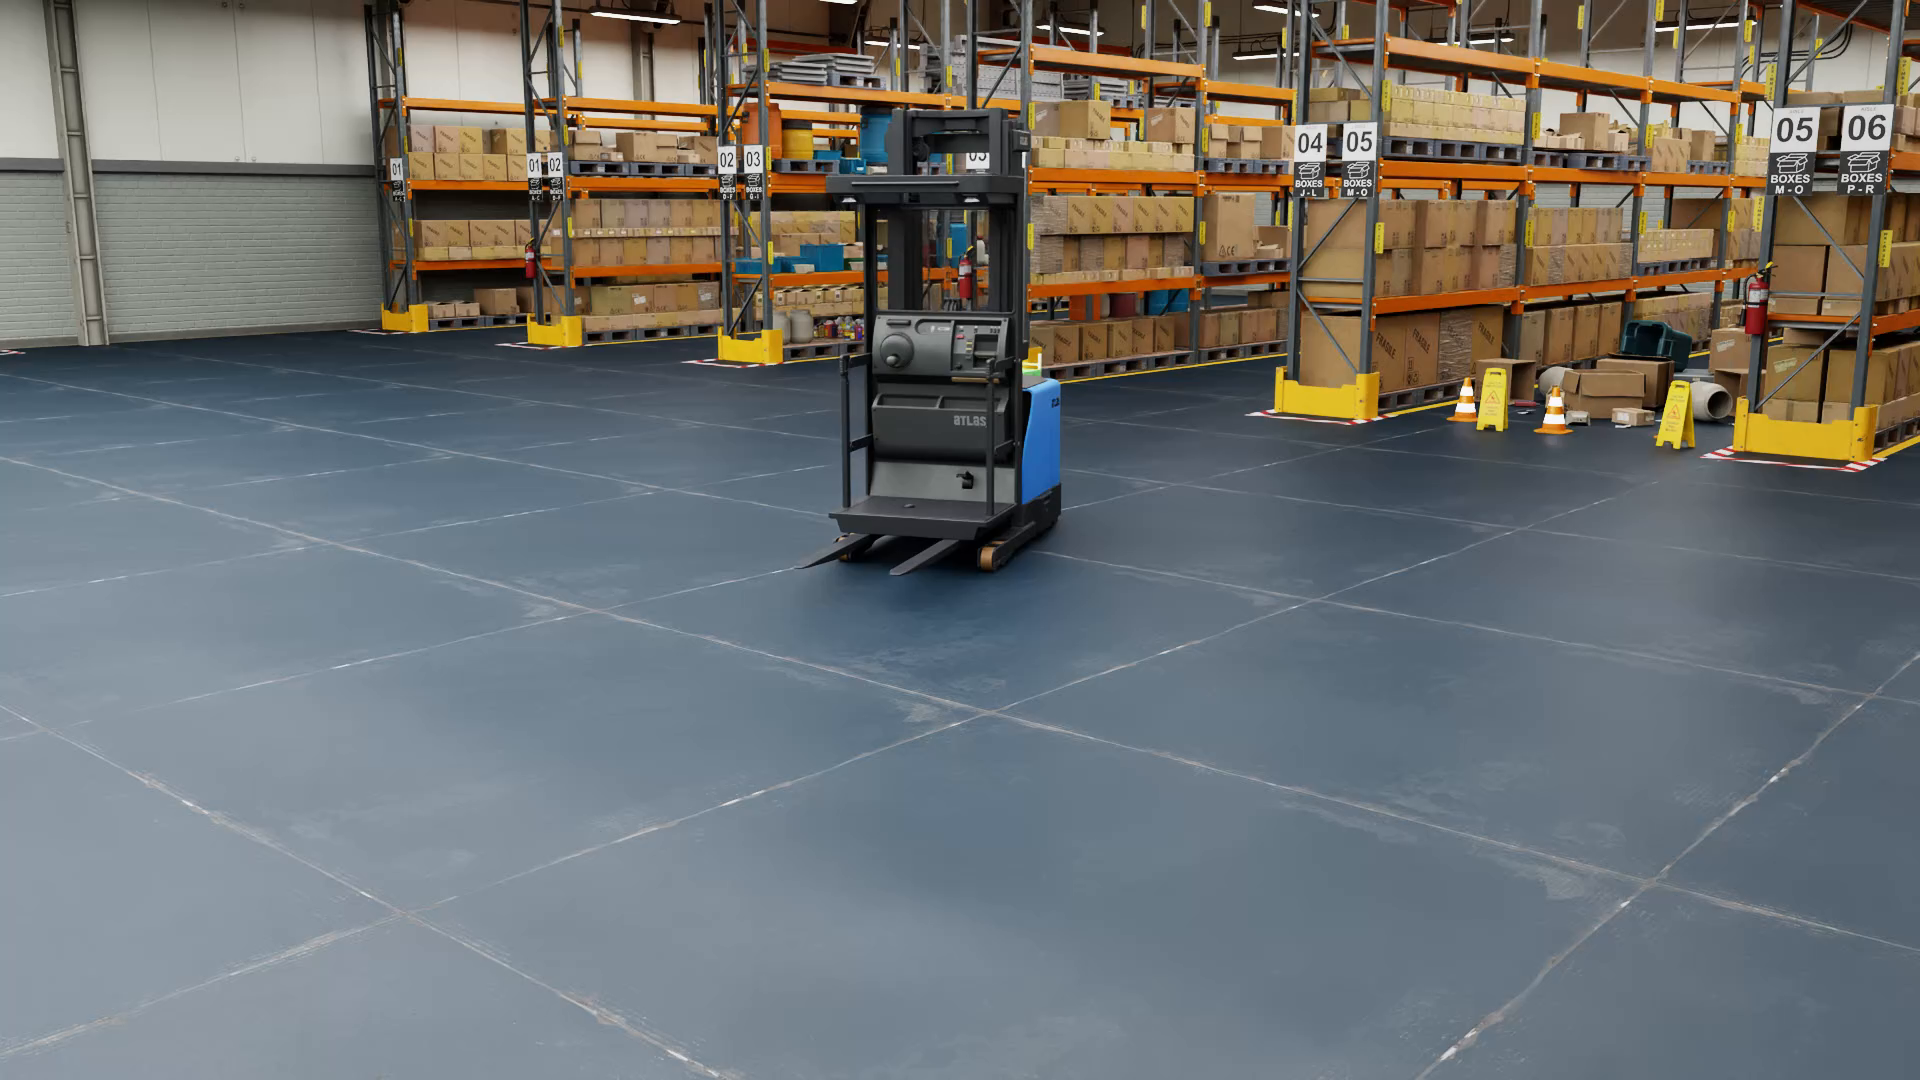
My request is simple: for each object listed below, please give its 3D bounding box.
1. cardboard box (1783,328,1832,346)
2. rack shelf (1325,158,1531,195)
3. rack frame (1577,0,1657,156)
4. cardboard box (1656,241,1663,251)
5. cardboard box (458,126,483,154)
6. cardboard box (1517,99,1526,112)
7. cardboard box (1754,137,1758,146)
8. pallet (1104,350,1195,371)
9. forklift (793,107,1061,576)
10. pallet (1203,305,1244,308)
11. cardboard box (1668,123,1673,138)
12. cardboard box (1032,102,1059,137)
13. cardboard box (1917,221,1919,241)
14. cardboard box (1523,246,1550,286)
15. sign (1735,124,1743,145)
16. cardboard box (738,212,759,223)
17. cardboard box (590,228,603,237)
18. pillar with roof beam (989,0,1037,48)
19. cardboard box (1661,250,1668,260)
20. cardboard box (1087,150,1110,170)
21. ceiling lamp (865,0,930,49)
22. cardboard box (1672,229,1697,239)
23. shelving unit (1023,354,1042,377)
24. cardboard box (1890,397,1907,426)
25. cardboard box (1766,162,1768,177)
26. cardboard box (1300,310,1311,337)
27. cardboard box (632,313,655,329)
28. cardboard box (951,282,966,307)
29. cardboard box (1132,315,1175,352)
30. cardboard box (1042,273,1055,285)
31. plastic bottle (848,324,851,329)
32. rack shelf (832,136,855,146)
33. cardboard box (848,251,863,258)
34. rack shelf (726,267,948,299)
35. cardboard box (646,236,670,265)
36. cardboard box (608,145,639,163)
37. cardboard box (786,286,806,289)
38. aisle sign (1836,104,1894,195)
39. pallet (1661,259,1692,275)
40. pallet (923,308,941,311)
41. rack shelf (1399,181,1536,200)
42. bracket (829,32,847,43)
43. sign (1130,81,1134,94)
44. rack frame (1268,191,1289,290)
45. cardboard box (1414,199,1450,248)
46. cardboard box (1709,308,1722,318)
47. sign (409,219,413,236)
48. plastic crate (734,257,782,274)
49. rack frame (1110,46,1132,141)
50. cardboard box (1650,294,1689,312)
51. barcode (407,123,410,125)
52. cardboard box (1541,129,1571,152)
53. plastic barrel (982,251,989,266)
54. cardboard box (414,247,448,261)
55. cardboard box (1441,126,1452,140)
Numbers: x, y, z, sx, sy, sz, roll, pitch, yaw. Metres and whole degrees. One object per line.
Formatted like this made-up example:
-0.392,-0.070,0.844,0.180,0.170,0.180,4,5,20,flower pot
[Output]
8.467,-2.035,16.617,0.380,0.149,0.250,10,15,42,cardboard box
5.478,-4.315,19.833,1.077,0.370,4.000,10,15,40,rack shelf
9.438,-7.021,23.888,1.000,3.000,0.127,10,15,40,rack frame
10.426,-4.470,25.242,0.380,0.149,0.250,10,15,41,cardboard box
-9.528,-7.669,31.932,0.500,0.500,0.500,10,15,42,cardboard box
6.796,-5.389,20.656,0.380,0.149,0.250,10,15,40,cardboard box
13.142,-6.670,27.879,0.380,0.149,0.250,9,15,39,cardboard box
2.722,-2.676,24.570,1.003,0.211,1.213,10,15,40,pallet
-0.195,-1.320,10.839,1.130,2.935,3.031,4,12,18,forklift
5.961,-4.890,35.657,1.003,0.211,1.213,10,15,40,pallet
10.392,-6.117,24.810,0.396,0.266,0.258,10,15,40,cardboard box
1.332,-5.730,22.792,0.500,0.500,0.500,10,15,40,cardboard box
10.130,-3.514,18.079,0.700,0.500,0.500,10,15,40,cardboard box
7.347,-3.582,21.733,0.500,0.500,0.500,10,15,41,cardboard box
12.498,-6.514,26.683,0.100,0.325,0.005,10,15,40,sign
-4.871,-7.267,37.455,0.500,0.250,0.500,10,15,42,cardboard box
-6.347,-5.276,28.556,0.380,0.149,0.250,9,15,39,cardboard box
4.264,-10.728,42.448,9.100,9.000,0.548,10,15,40,pillar with roof beam
10.591,-4.360,25.453,0.380,0.149,0.250,10,15,42,cardboard box
1.677,-5.142,22.523,0.500,0.250,0.500,10,15,40,cardboard box
-1.186,-12.564,36.737,0.800,3.185,2.000,10,15,40,ceiling lamp
11.439,-4.842,26.345,0.380,0.149,0.250,10,15,40,cardboard box
0.389,-0.806,12.685,0.258,1.200,0.503,7,13,31,shelving unit
9.025,-1.292,16.468,0.500,0.250,0.500,10,15,42,cardboard box
13.613,-6.324,28.442,0.500,0.250,0.500,11,15,43,cardboard box
5.352,-3.624,27.456,0.700,0.500,0.500,9,14,37,cardboard box
-5.762,-3.895,29.502,0.500,0.250,0.500,10,15,40,cardboard box
-0.127,-5.265,35.672,0.500,0.500,0.500,9,14,38,cardboard box
2.845,-3.073,24.750,0.500,0.500,0.500,9,15,39,cardboard box
1.045,-3.481,22.120,0.380,0.149,0.250,10,15,40,cardboard box
-1.834,-3.439,27.291,0.097,0.201,0.097,0,11,0,plastic bottle
-1.422,-9.932,41.322,1.077,0.370,4.000,10,15,40,rack shelf
-2.046,-5.725,33.360,0.380,0.149,0.250,10,15,40,cardboard box
-1.902,-4.140,26.618,1.077,0.370,4.000,10,15,40,rack shelf
-5.603,-5.184,29.752,0.700,0.500,0.500,10,15,42,cardboard box
-6.011,-6.827,29.372,0.500,0.311,0.500,-10,15,-41,cardboard box
-3.243,-4.881,33.008,0.500,0.311,0.500,10,15,40,cardboard box
8.135,-3.503,14.952,0.394,0.787,0.004,10,15,40,aisle sign
10.714,-4.282,25.980,1.003,0.211,1.213,10,15,40,pallet
-1.138,-4.754,34.975,1.003,0.211,1.213,10,15,40,pallet
9.740,-6.736,31.958,1.077,0.370,4.000,10,15,40,rack shelf
-2.937,-12.060,39.927,0.235,0.232,0.430,10,15,40,bracket
4.025,-10.597,39.001,0.100,0.325,0.005,10,15,40,sign
7.340,-6.553,36.860,1.000,3.000,0.127,10,15,40,rack frame
5.197,-3.713,19.500,0.875,0.550,0.550,10,15,40,cardboard box
12.462,-3.791,27.722,0.380,0.149,0.250,11,15,43,cardboard box
-10.256,-5.834,31.052,0.100,0.325,0.005,10,15,40,sign
-3.116,-4.238,25.651,0.499,0.251,0.616,10,15,40,plastic crate
3.621,-10.136,39.482,1.000,3.000,0.127,10,15,40,rack frame
11.090,-3.720,26.072,0.500,0.250,0.500,9,14,38,cardboard box
-10.571,-7.953,31.874,0.001,0.075,0.075,10,15,40,barcode
8.126,-5.534,23.002,0.500,0.311,0.500,9,15,39,cardboard box
0.407,-4.894,28.910,0.301,0.262,0.301,0,11,0,plastic barrel
-10.103,-5.447,31.654,0.500,0.250,0.500,9,15,39,cardboard box
5.458,-4.700,19.238,0.380,0.149,0.250,10,15,40,cardboard box
